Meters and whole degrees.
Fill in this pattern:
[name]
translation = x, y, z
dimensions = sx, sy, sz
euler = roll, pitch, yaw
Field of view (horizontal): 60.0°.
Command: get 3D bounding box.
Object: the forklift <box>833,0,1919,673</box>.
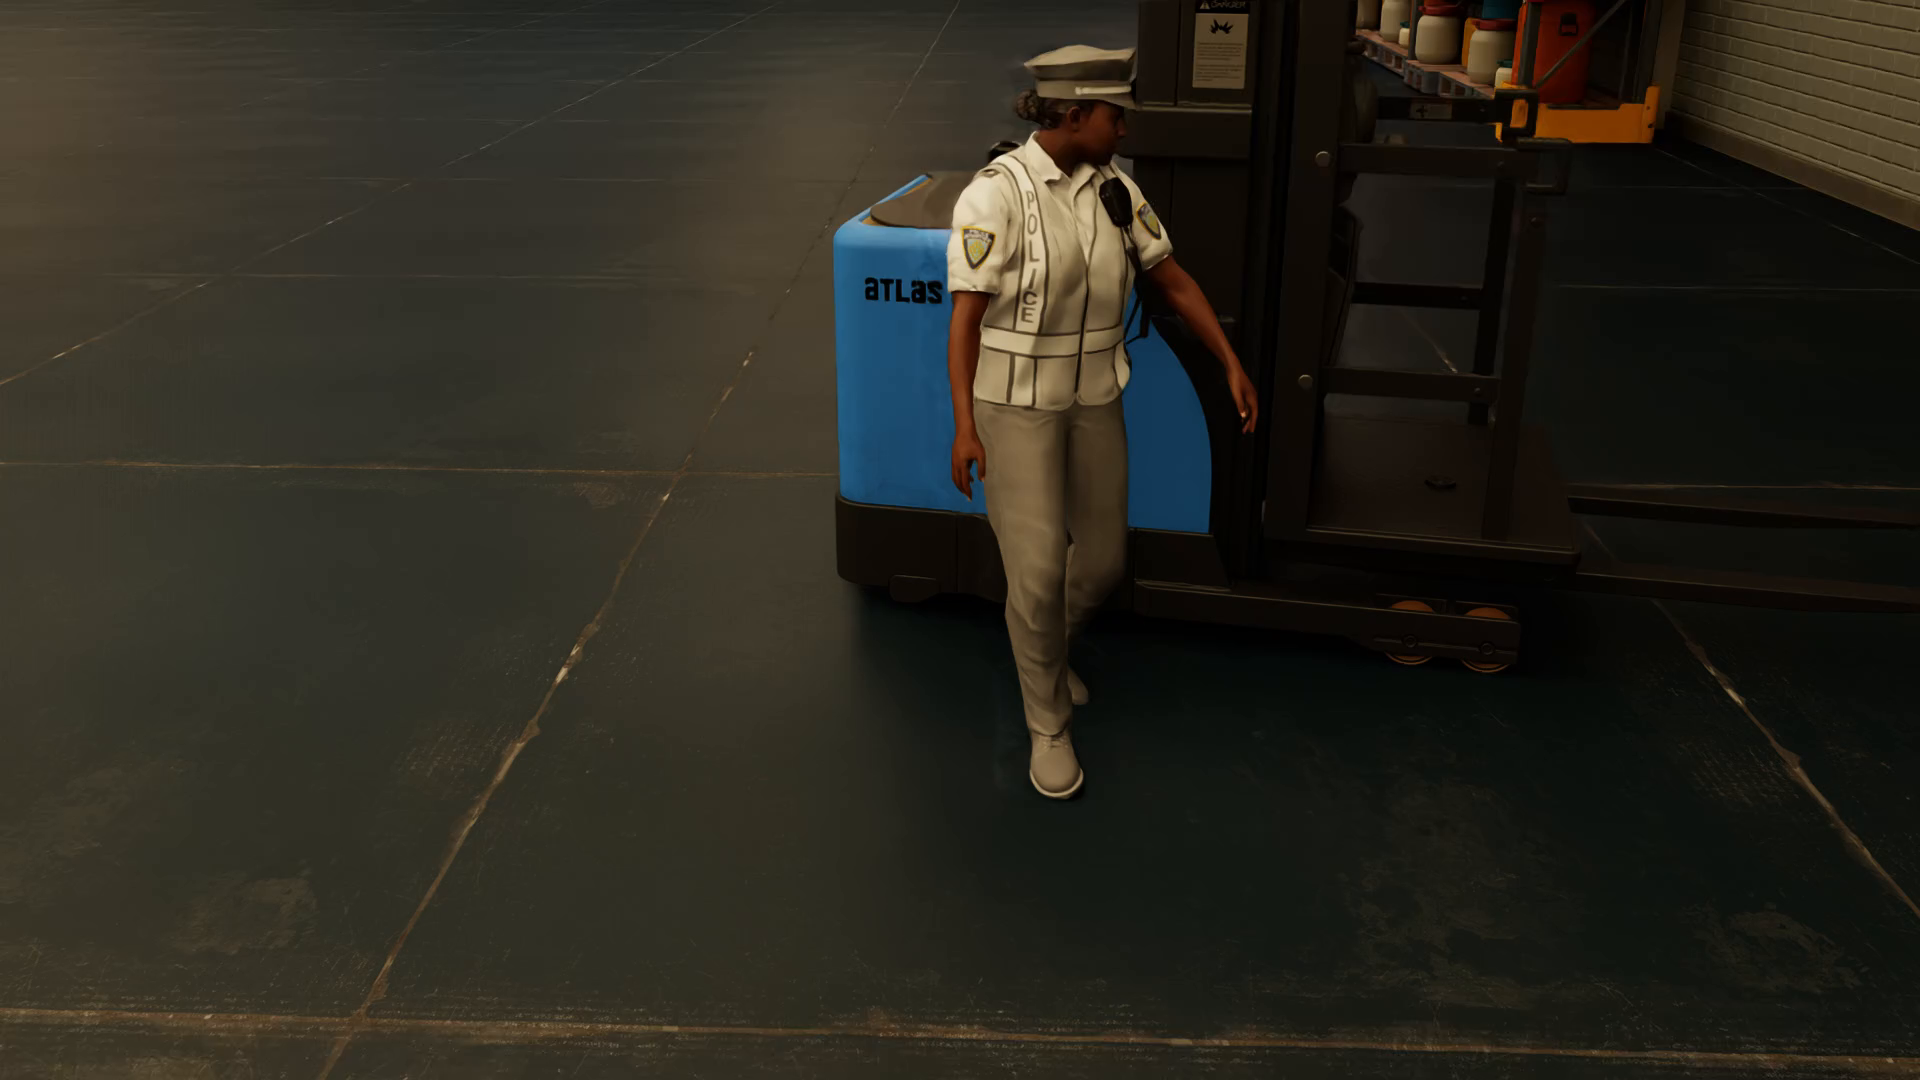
[forklift]
translation = 1.221, -1.232, 4.338
dimensions = 3.031, 2.935, 1.130
euler = 5, 22, 13

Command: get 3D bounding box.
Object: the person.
[person]
translation = 0.281, -0.273, 3.805
dimensions = 0.748, 1.642, 0.636
euler = -12, 25, -28
